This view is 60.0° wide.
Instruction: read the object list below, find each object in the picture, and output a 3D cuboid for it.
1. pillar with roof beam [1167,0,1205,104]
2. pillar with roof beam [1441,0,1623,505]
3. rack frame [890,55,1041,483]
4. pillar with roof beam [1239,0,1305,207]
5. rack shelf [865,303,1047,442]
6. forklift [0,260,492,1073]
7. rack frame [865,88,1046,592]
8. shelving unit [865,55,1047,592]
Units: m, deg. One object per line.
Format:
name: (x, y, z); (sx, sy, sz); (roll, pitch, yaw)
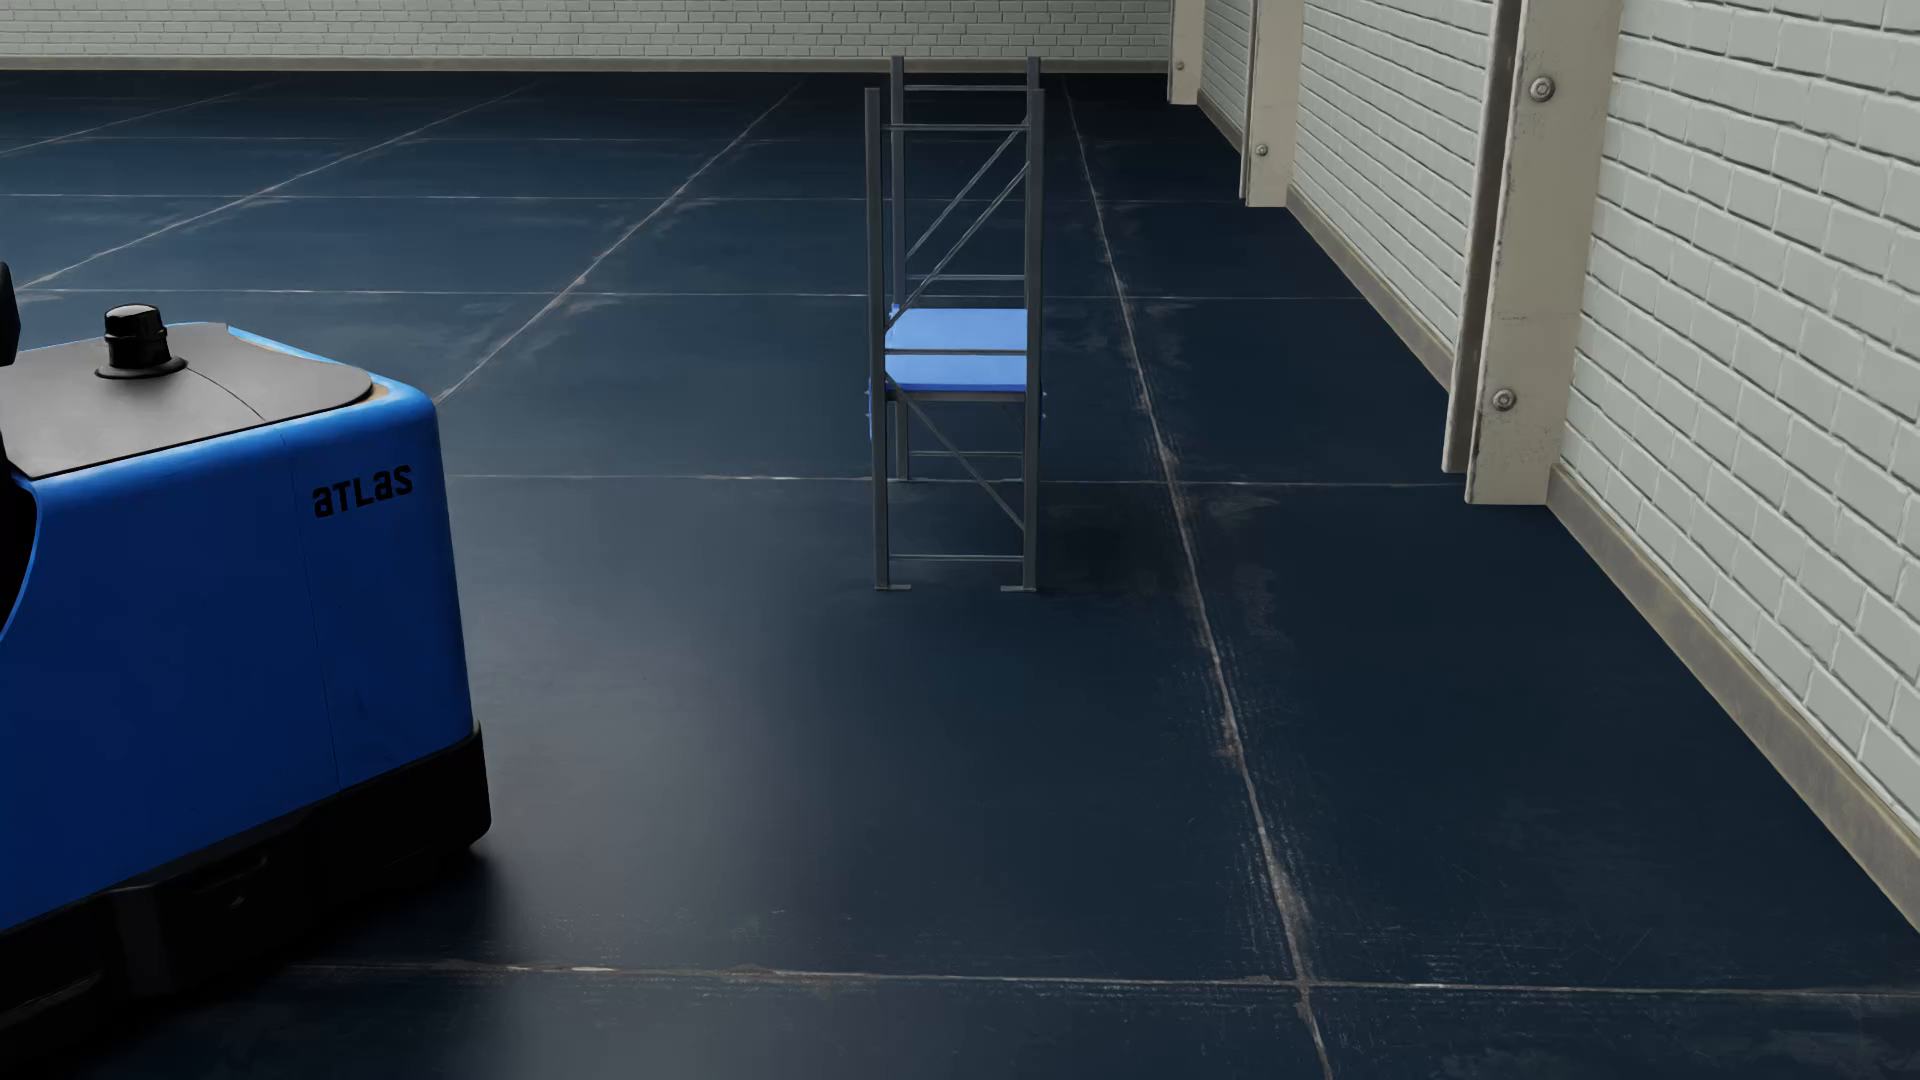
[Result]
pillar with roof beam: (-1.989, -8.779, 15.714); (9.100, 9.000, 0.400); (1, 21, 2)
pillar with roof beam: (-2.354, -4.440, 4.532); (9.100, 9.000, 0.400); (1, 21, 2)
rack frame: (0.018, -0.914, 5.811); (0.500, 1.500, 0.032); (1, 21, 2)
pillar with roof beam: (-2.171, -6.610, 10.123); (9.100, 9.000, 0.400); (1, 21, 2)
rack shelf: (0.003, -0.562, 5.402); (0.538, 0.185, 1.000); (1, 21, 2)
forklift: (-2.389, -0.378, 2.450); (1.130, 2.935, 3.031); (18, 27, 38)
rack frame: (-0.013, -0.546, 4.863); (0.500, 1.500, 0.032); (1, 21, 2)
shelving unit: (0.003, -0.730, 5.337); (0.538, 1.500, 1.048); (1, 21, 2)
